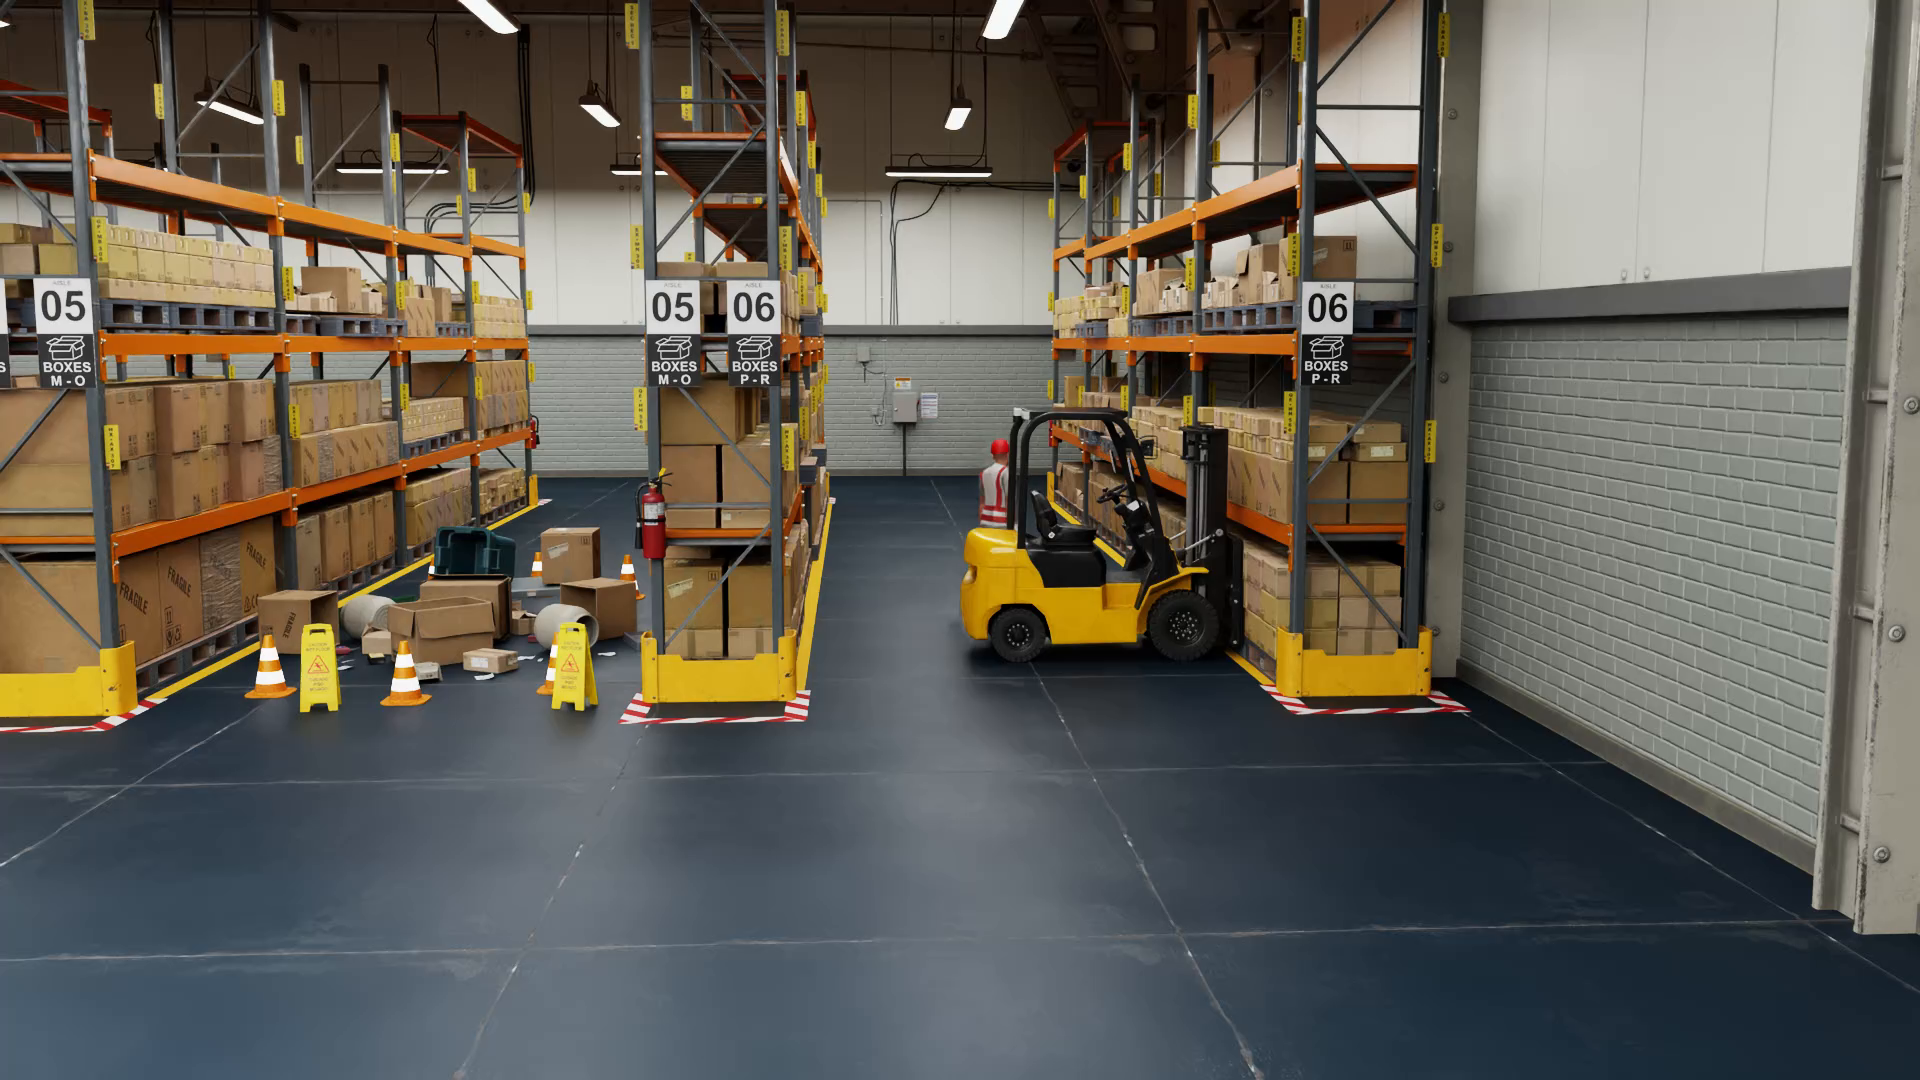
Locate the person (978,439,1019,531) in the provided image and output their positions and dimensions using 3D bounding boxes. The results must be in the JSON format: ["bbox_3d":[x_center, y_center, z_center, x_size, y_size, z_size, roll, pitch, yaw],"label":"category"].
[{"bbox_3d":[0.330,-0.111,16.543,0.692,1.782,0.548,-4,8,-30],"label":"person"}]
